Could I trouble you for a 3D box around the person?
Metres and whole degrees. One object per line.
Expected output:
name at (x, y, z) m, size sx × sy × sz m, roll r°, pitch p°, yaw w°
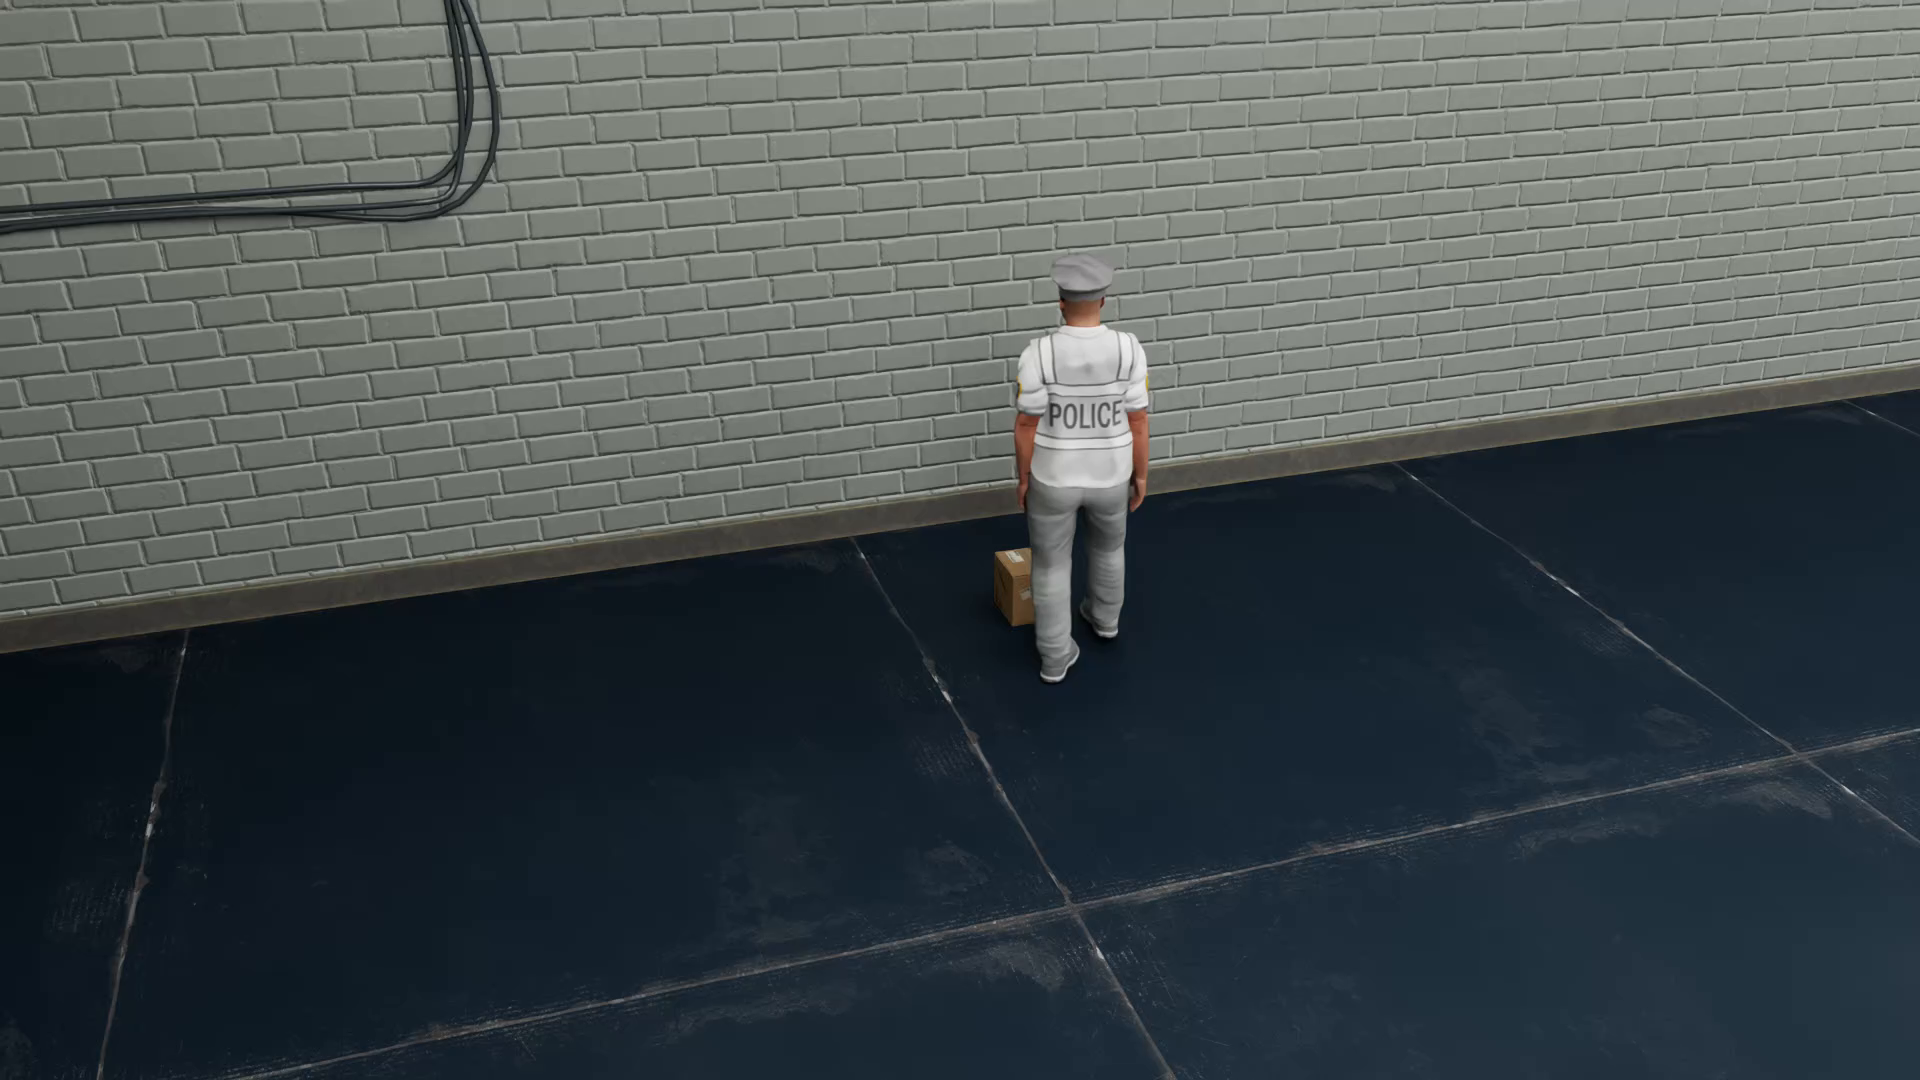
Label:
person at (0.455, -0.328, 6.751) m, size 0.544 × 1.755 × 0.655 m, roll -4°, pitch 26°, yaw -8°
